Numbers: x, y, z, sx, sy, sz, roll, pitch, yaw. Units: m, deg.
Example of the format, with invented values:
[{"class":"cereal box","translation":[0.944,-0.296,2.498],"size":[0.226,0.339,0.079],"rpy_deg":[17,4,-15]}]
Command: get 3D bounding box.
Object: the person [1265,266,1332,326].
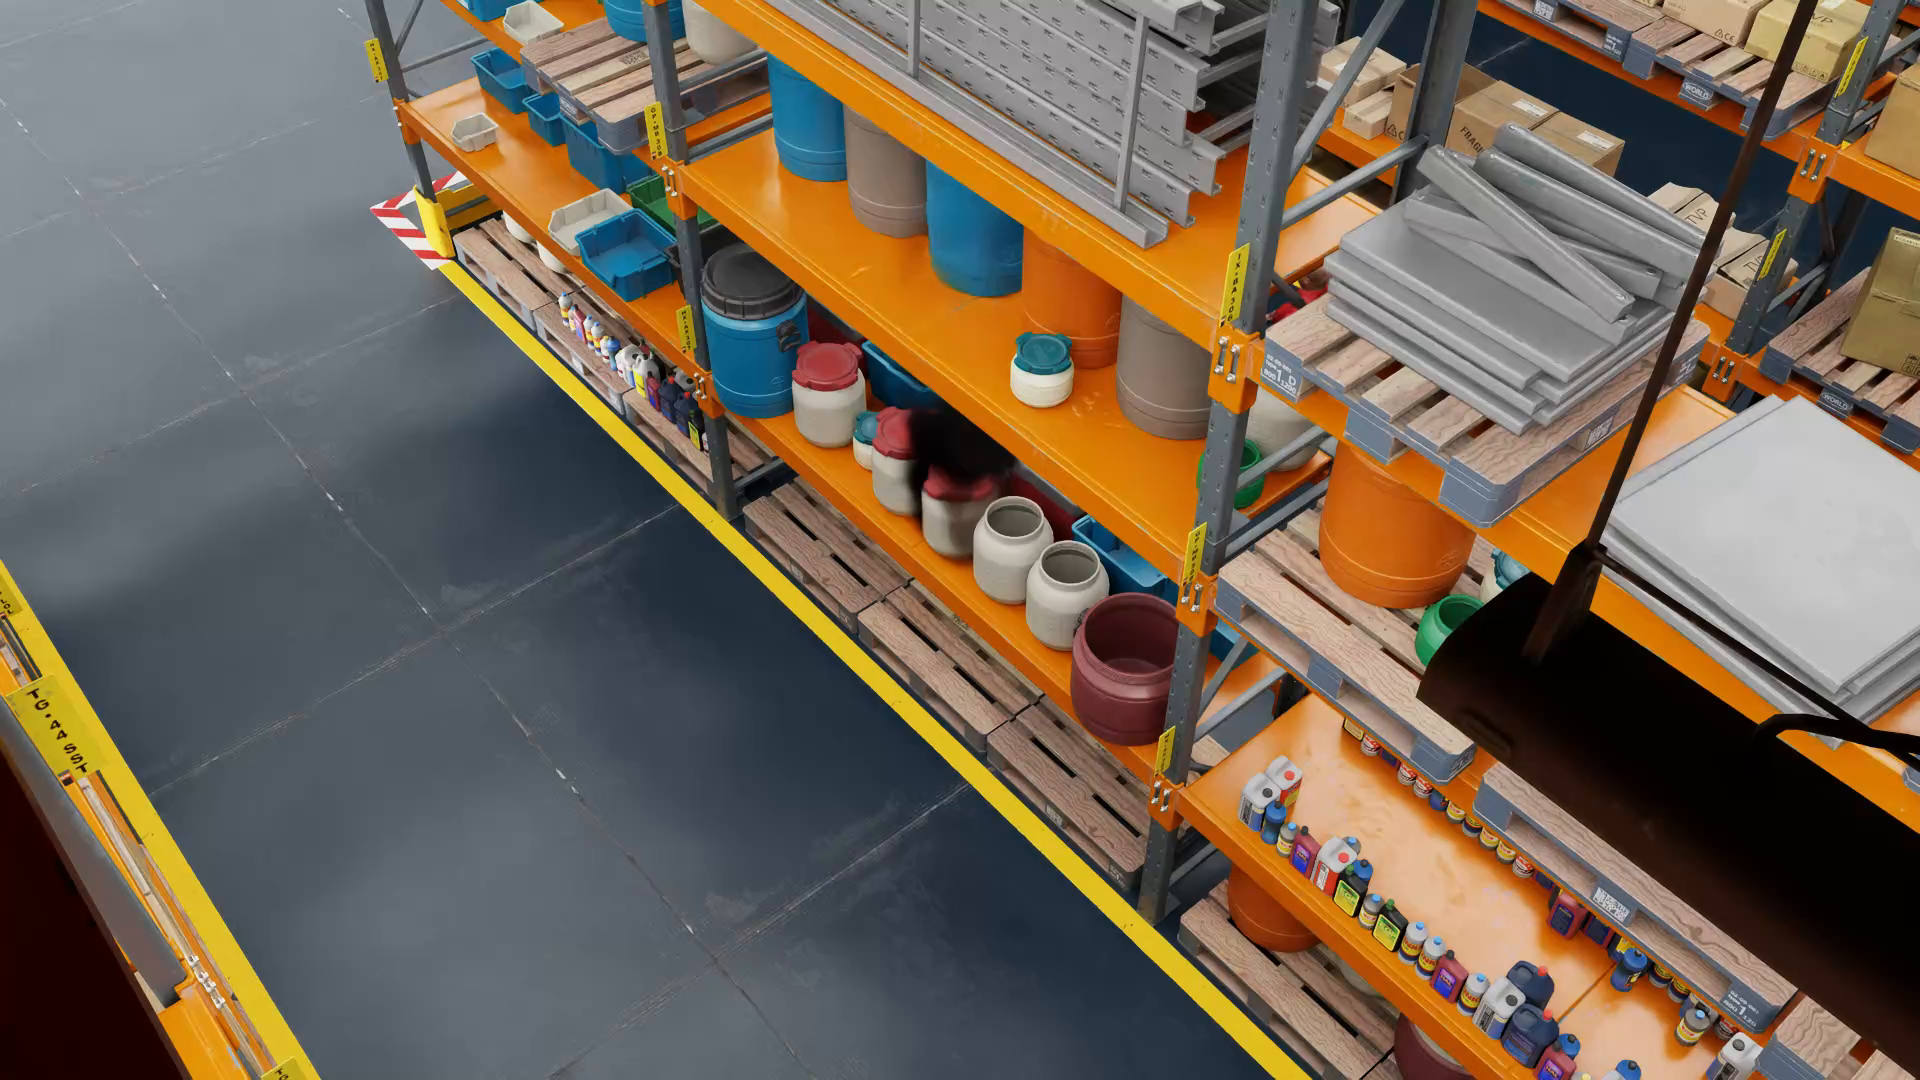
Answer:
[{"class":"person","translation":[2.063,-1.121,10.491],"size":[0.658,1.701,0.558],"rpy_deg":[-33,55,-27]}]
